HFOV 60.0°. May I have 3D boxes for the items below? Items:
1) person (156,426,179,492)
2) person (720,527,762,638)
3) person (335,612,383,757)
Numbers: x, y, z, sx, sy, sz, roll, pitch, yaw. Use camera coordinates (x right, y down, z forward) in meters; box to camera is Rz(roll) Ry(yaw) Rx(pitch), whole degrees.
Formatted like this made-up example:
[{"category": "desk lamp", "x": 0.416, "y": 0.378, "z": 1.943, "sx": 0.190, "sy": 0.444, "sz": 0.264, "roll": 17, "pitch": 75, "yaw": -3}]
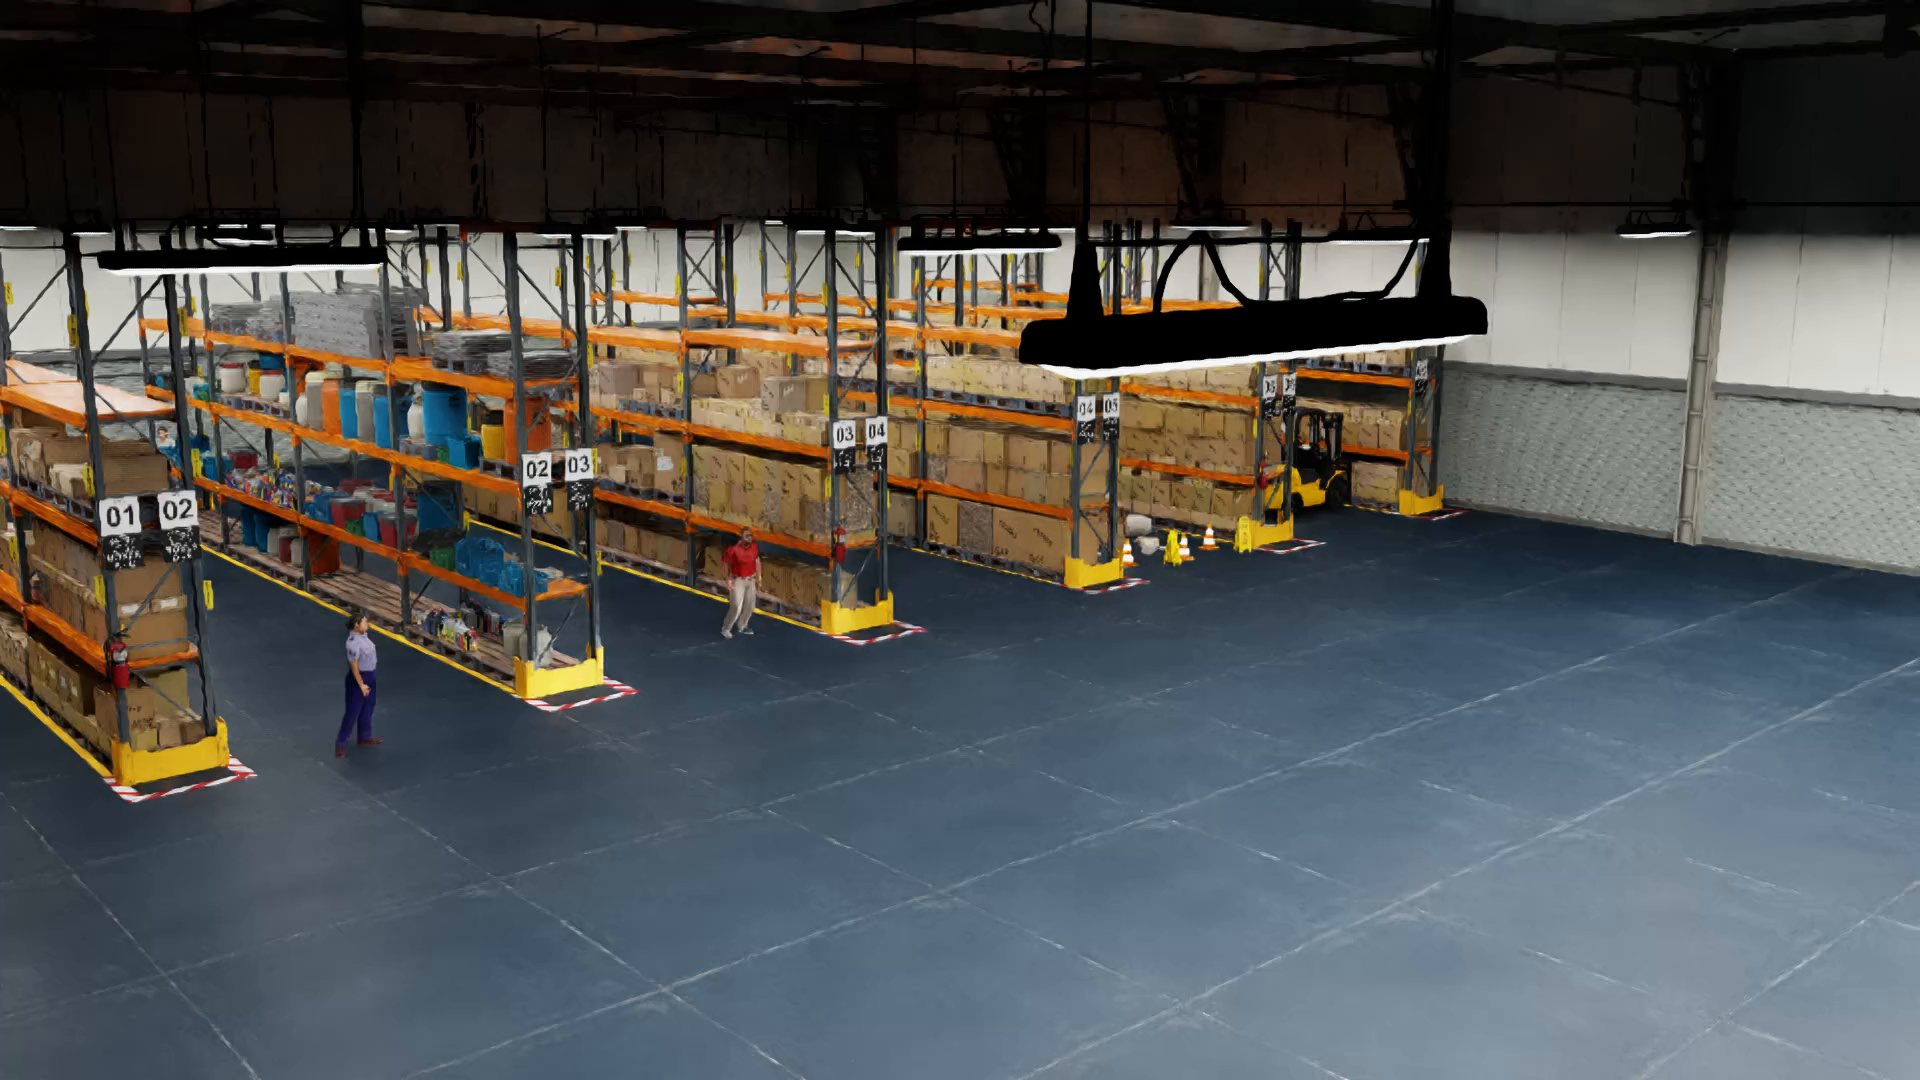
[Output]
[{"category": "person", "x": -17.175, "y": -1.659, "z": 35.958, "sx": 0.481, "sy": 1.623, "sz": 0.931, "roll": -3, "pitch": 12, "yaw": -13}, {"category": "person", "x": -3.244, "y": 0.611, "z": 24.640, "sx": 0.682, "sy": 1.675, "sz": 0.535, "roll": -11, "pitch": 16, "yaw": -43}, {"category": "person", "x": -7.091, "y": 1.681, "z": 19.463, "sx": 0.476, "sy": 1.633, "sz": 0.683, "roll": 0, "pitch": 11, "yaw": -2}]
